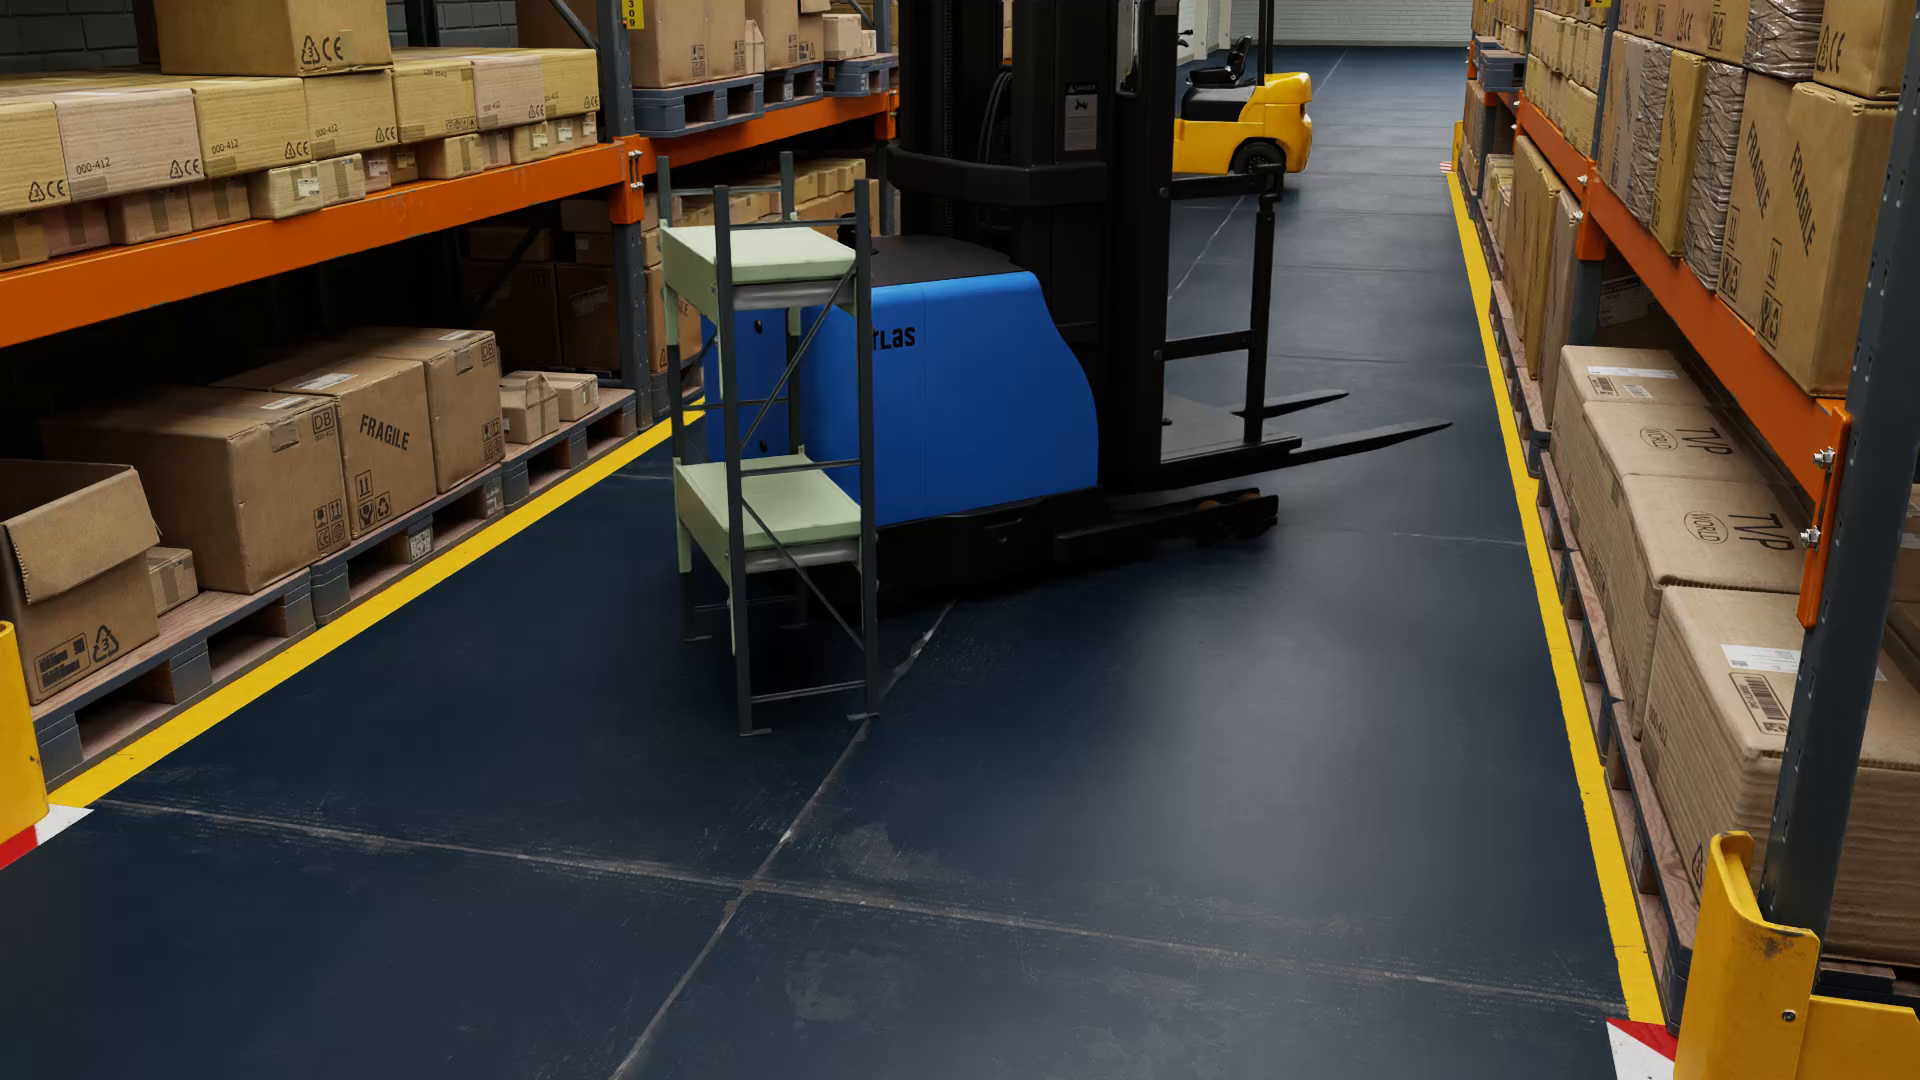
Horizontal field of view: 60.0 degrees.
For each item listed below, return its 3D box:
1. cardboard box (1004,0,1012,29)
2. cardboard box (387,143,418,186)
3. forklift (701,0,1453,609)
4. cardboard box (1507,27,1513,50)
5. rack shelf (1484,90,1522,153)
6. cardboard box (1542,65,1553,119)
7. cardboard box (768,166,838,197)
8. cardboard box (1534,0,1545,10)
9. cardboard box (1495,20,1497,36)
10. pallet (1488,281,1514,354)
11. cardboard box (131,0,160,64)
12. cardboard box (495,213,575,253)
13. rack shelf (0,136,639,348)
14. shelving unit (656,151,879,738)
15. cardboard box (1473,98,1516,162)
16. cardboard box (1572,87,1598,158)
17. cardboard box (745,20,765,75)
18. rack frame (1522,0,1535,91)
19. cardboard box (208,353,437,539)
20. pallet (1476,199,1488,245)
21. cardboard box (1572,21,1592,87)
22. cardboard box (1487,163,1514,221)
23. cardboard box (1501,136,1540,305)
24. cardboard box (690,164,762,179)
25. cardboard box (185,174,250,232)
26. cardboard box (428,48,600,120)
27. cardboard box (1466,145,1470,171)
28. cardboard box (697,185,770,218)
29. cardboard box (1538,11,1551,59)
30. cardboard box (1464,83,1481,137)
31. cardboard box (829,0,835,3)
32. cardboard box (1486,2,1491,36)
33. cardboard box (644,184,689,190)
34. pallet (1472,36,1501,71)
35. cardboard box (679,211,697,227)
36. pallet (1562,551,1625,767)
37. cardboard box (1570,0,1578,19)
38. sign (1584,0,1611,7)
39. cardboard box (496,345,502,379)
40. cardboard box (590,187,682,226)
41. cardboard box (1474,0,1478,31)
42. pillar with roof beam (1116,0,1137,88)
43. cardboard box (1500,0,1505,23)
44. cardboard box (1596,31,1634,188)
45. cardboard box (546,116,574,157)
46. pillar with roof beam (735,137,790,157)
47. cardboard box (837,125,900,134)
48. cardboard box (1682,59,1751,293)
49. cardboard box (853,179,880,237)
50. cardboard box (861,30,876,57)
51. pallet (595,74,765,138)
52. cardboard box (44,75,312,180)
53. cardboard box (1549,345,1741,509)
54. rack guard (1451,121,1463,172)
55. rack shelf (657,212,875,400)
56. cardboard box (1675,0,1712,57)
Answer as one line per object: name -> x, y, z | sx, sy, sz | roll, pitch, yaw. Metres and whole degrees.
cardboard box -> 0.159, -4.465, 14.078 | 0.500, 0.250, 0.500 | 4, 19, 12
cardboard box -> -2.136, -1.326, 5.818 | 0.380, 0.149, 0.250 | 5, 19, 14
forklift -> 0.595, -1.499, 6.042 | 3.031, 2.935, 1.130 | -11, 22, -30
cardboard box -> 3.802, -3.281, 10.891 | 0.380, 0.149, 0.250 | 4, 19, 11
rack shelf -> 4.356, -3.115, 11.781 | 1.077, 0.370, 4.000 | 5, 19, 13
cardboard box -> 3.262, -2.298, 8.507 | 0.500, 0.250, 0.500 | 5, 20, 15
cardboard box -> -0.965, -2.201, 10.204 | 0.380, 0.149, 0.250 | 4, 19, 12
cardboard box -> 3.510, -3.214, 9.255 | 0.500, 0.500, 0.500 | 4, 19, 12
cardboard box -> 4.404, -4.014, 13.038 | 0.380, 0.149, 0.250 | 5, 19, 14
pallet -> 3.602, -1.268, 9.574 | 1.003, 0.211, 1.213 | 5, 19, 13
cardboard box -> -2.546, -1.945, 5.853 | 0.500, 0.500, 0.500 | 4, 19, 12
cardboard box -> -2.054, -1.510, 8.181 | 0.380, 0.149, 0.250 | 5, 19, 13
rack shelf -> -2.412, -0.999, 5.584 | 1.077, 0.370, 4.000 | 5, 19, 13
shelving unit -> -0.552, -0.299, 4.744 | 0.431, 1.500, 0.755 | -7, 20, -20
cardboard box -> 4.729, -3.542, 14.360 | 0.500, 0.500, 0.500 | 4, 19, 13
cardboard box -> 2.756, -1.665, 6.653 | 0.500, 0.250, 0.500 | 4, 19, 12
cardboard box -> -1.212, -2.506, 8.443 | 0.396, 0.266, 0.258 | 6, 20, 16
rack frame -> 3.868, -2.829, 9.829 | 1.000, 3.000, 0.127 | 5, 19, 13
cardboard box -> -2.187, -0.335, 5.745 | 0.500, 0.500, 0.500 | 5, 19, 14
pallet -> 4.656, -2.519, 13.236 | 1.003, 0.211, 1.213 | 5, 19, 13
cardboard box -> 2.877, -2.055, 7.023 | 0.500, 0.250, 0.500 | 5, 20, 15
cardboard box -> 4.547, -2.648, 12.714 | 0.950, 0.372, 0.625 | 6, 20, 17
cardboard box -> 3.618, -1.812, 9.490 | 0.875, 0.875, 0.875 | 4, 19, 13
cardboard box -> -1.450, -2.238, 10.314 | 0.380, 0.149, 0.250 | 5, 19, 14
cardboard box -> -2.326, -1.001, 4.867 | 0.380, 0.149, 0.250 | 5, 19, 14
cardboard box -> -1.812, -1.857, 6.755 | 0.500, 0.250, 0.500 | 5, 20, 15
cardboard box -> 4.978, -3.513, 15.438 | 0.500, 0.250, 0.500 | 5, 19, 14
cardboard box -> -1.282, -1.881, 9.269 | 0.380, 0.149, 0.250 | 5, 19, 14
cardboard box -> 3.377, -2.693, 8.891 | 0.500, 0.250, 0.500 | 5, 20, 15
cardboard box -> 5.228, -4.186, 16.247 | 0.500, 0.500, 0.500 | 4, 19, 11
cardboard box -> -1.063, -3.692, 11.198 | 0.380, 0.149, 0.250 | 5, 20, 15
cardboard box -> 4.832, -4.592, 14.375 | 0.500, 0.500, 0.500 | 5, 20, 15
cardboard box -> -1.747, -1.913, 9.361 | 0.380, 0.149, 0.250 | 4, 19, 11
pallet -> 4.517, -3.764, 12.863 | 1.003, 0.211, 1.213 | 5, 19, 13
cardboard box -> -1.534, -1.555, 8.312 | 0.380, 0.149, 0.250 | 4, 19, 11
pallet -> 2.333, 0.360, 4.807 | 1.003, 0.211, 1.213 | 5, 19, 13
cardboard box -> 3.018, -2.576, 7.386 | 0.500, 0.500, 0.500 | 5, 20, 15
sign -> 2.362, -2.125, 6.101 | 0.100, 0.325, 0.005 | 5, 19, 13
cardboard box -> -2.314, -0.704, 7.118 | 0.500, 0.311, 0.500 | 5, 20, 15
cardboard box -> -1.561, -1.606, 8.003 | 0.380, 0.149, 0.250 | 4, 19, 11
cardboard box -> 5.314, -5.235, 16.260 | 0.500, 0.500, 0.500 | 5, 20, 15
pillar with roof beam -> 7.070, -11.840, 26.931 | 9.100, 9.000, 0.400 | 5, 19, 13
cardboard box -> 4.081, -3.872, 11.620 | 0.500, 0.500, 0.500 | 4, 19, 11
cardboard box -> 2.522, -1.496, 5.772 | 0.500, 0.500, 0.500 | 5, 20, 15
cardboard box -> -1.799, -1.644, 6.749 | 0.380, 0.149, 0.250 | 5, 20, 15
pillar with roof beam -> 2.673, -6.199, 10.413 | 9.100, 9.000, 0.400 | 5, 19, 13
cardboard box -> -0.465, -2.906, 13.078 | 0.875, 0.625, 0.625 | 4, 19, 11
cardboard box -> 2.028, -0.859, 3.907 | 0.500, 0.500, 0.500 | 5, 20, 15
cardboard box -> -0.841, -2.086, 10.872 | 0.500, 0.500, 0.500 | 5, 20, 15
cardboard box -> -0.735, -3.063, 10.255 | 0.380, 0.149, 0.250 | 5, 19, 14
pallet -> -1.623, -2.117, 8.042 | 1.003, 0.211, 1.213 | 5, 19, 13
cardboard box -> -2.285, -1.220, 4.891 | 0.500, 0.250, 0.500 | 4, 19, 12
cardboard box -> 2.633, -0.373, 5.954 | 0.875, 0.438, 0.875 | 4, 19, 13
rack guard -> 5.804, -4.130, 17.505 | 1.175, 0.500, 0.348 | 5, 19, 13
rack shelf -> -0.552, -0.669, 4.618 | 0.431, 0.370, 0.720 | -7, 20, -20
cardboard box -> 2.148, -1.490, 4.208 | 0.500, 0.500, 0.500 | 5, 19, 13
